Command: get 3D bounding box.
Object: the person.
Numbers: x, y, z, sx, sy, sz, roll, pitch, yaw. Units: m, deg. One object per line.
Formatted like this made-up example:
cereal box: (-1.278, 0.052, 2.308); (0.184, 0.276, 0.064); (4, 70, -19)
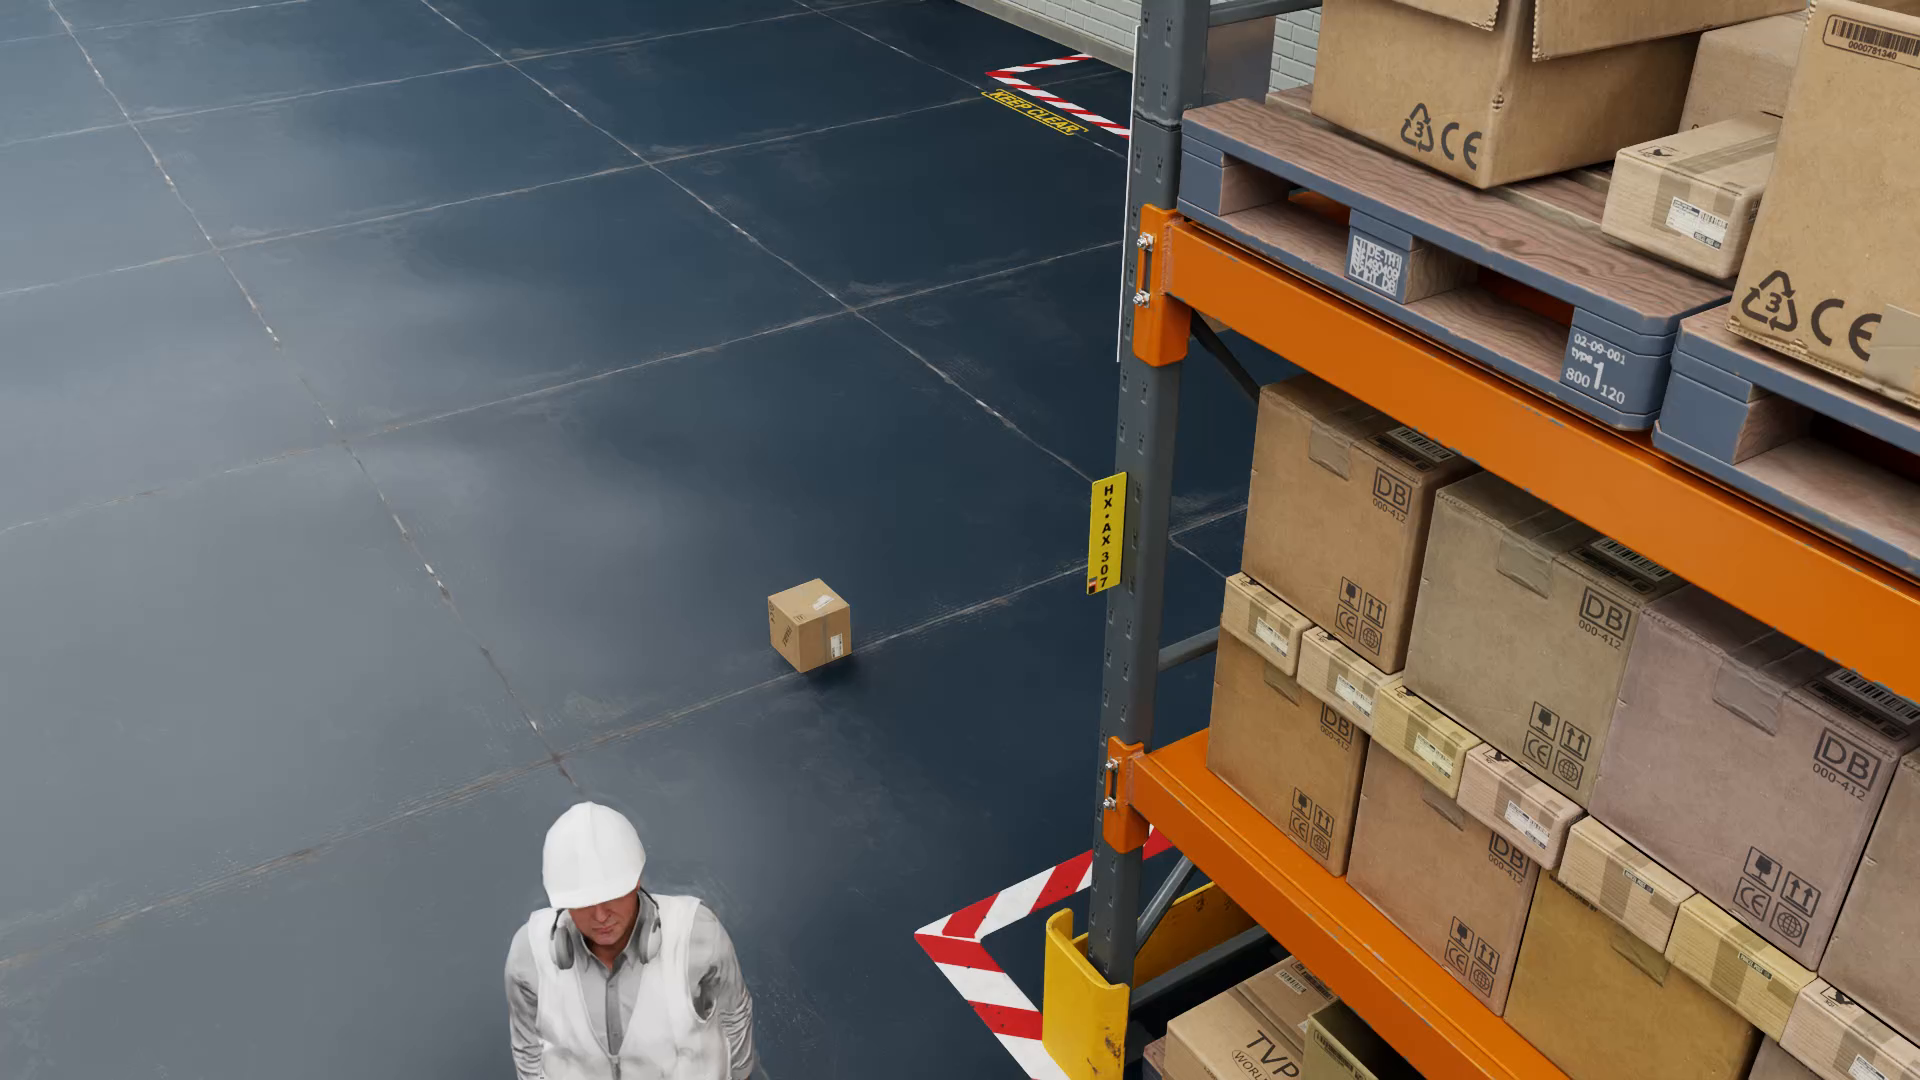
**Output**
person: (-0.764, 1.367, 3.926); (0.527, 1.784, 0.447); (0, 32, 0)
